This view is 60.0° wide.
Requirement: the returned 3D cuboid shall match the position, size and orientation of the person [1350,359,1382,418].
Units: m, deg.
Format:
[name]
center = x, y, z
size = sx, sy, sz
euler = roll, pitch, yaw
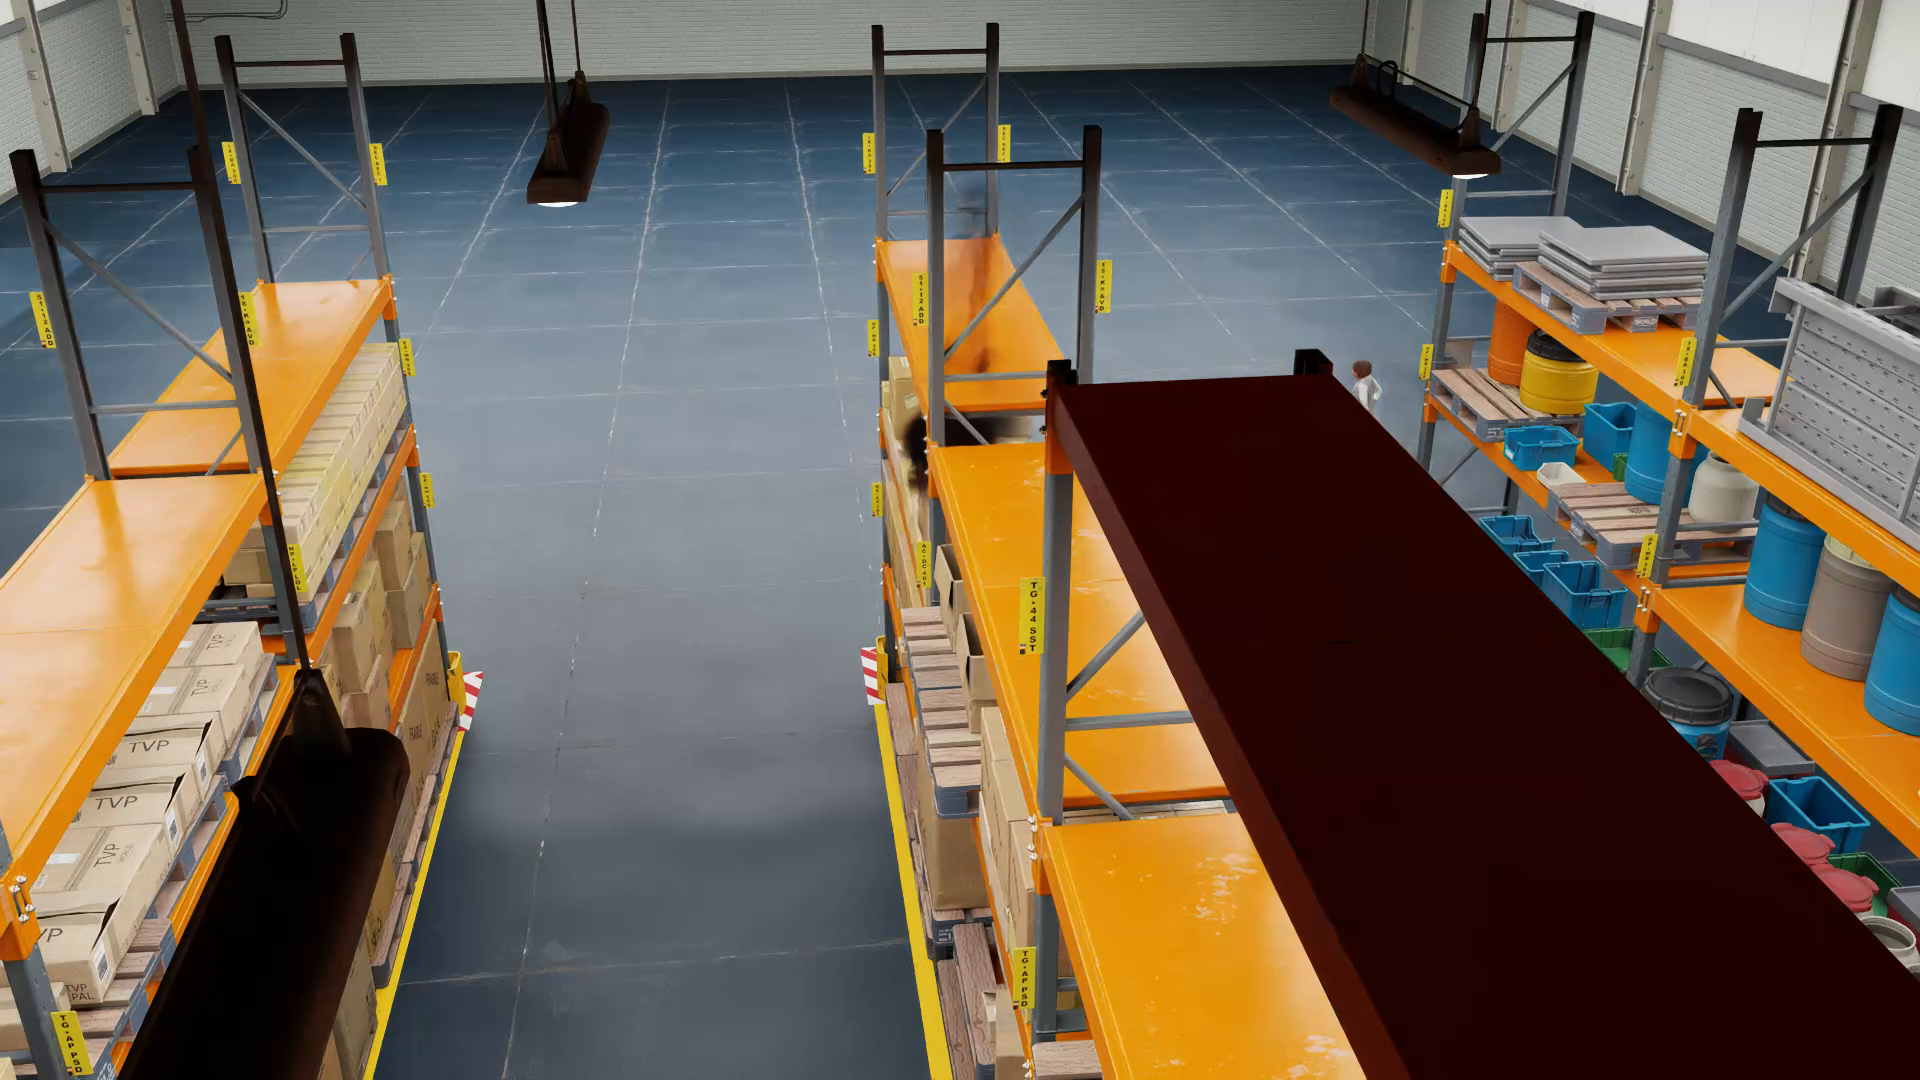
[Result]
[person]
center = 4.753, -1.351, 19.516
size = 0.887, 1.588, 0.559
euler = 8, 27, 17
